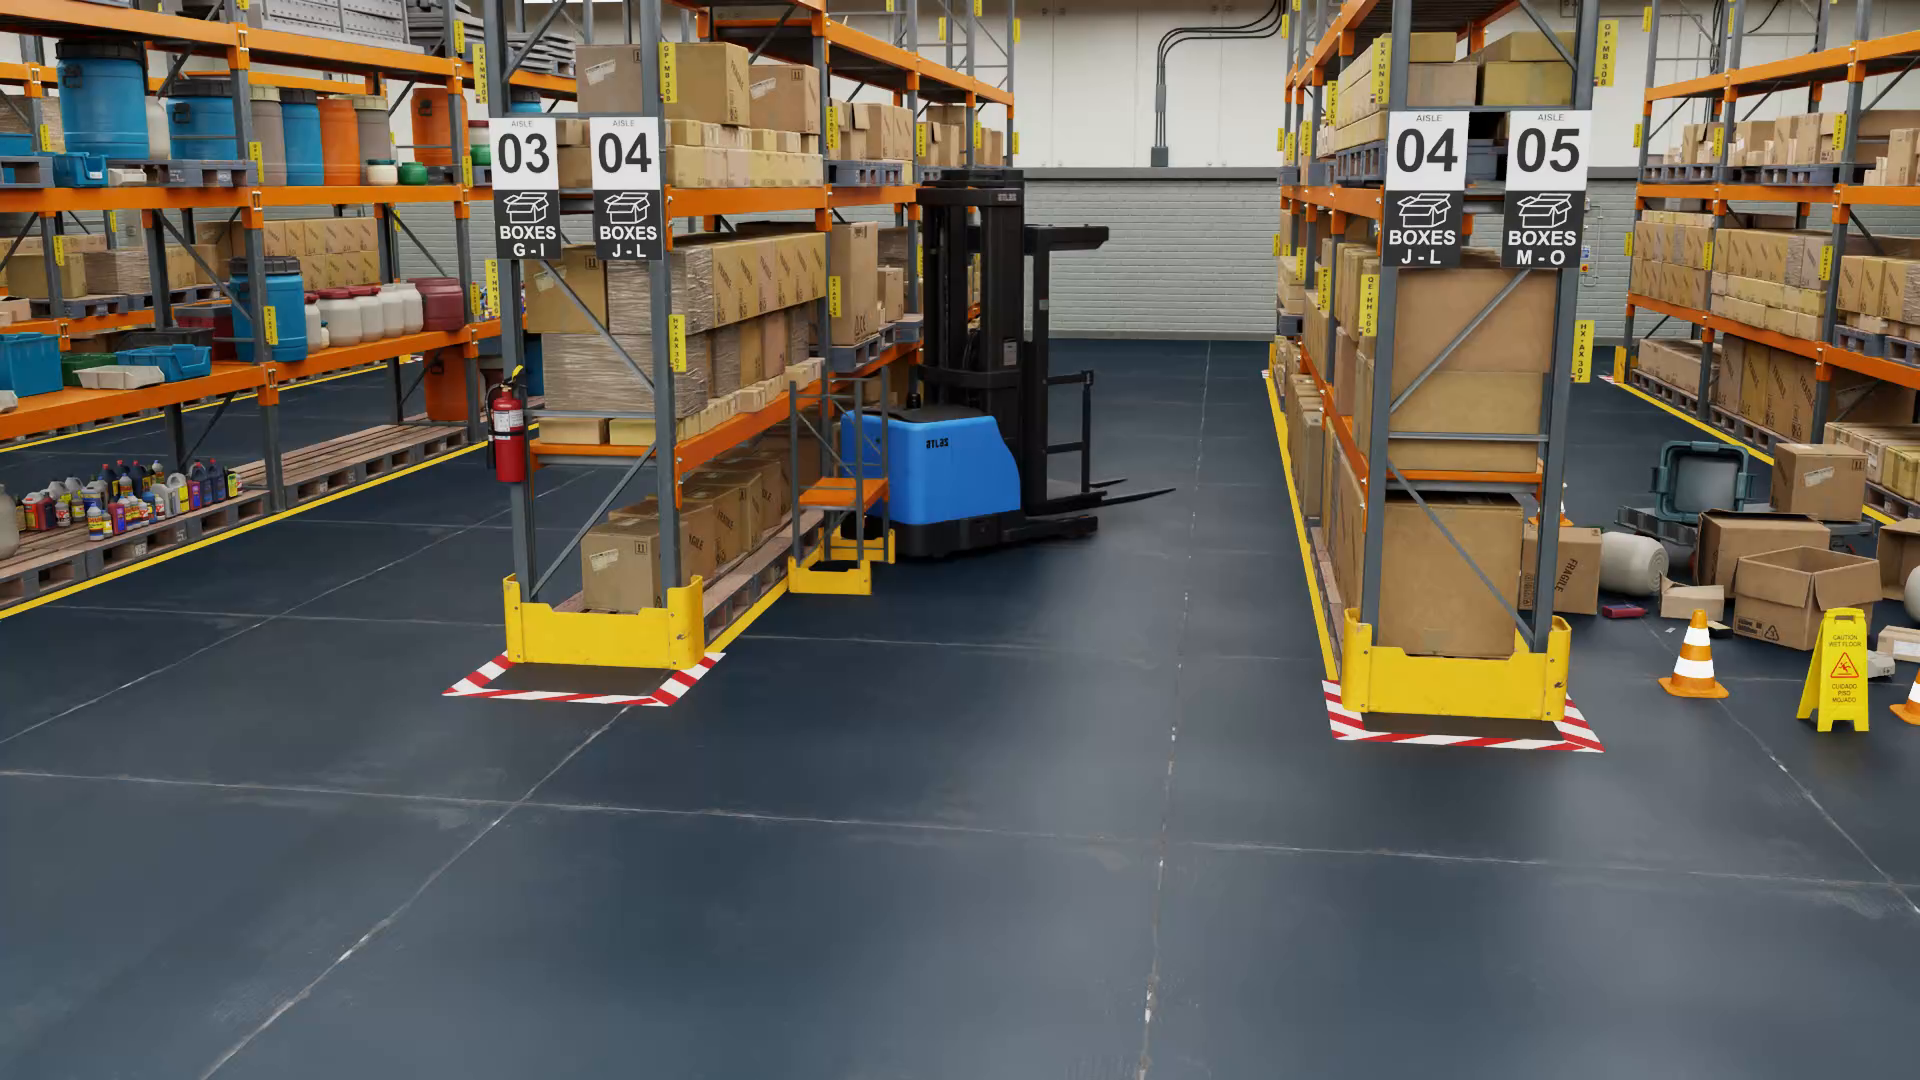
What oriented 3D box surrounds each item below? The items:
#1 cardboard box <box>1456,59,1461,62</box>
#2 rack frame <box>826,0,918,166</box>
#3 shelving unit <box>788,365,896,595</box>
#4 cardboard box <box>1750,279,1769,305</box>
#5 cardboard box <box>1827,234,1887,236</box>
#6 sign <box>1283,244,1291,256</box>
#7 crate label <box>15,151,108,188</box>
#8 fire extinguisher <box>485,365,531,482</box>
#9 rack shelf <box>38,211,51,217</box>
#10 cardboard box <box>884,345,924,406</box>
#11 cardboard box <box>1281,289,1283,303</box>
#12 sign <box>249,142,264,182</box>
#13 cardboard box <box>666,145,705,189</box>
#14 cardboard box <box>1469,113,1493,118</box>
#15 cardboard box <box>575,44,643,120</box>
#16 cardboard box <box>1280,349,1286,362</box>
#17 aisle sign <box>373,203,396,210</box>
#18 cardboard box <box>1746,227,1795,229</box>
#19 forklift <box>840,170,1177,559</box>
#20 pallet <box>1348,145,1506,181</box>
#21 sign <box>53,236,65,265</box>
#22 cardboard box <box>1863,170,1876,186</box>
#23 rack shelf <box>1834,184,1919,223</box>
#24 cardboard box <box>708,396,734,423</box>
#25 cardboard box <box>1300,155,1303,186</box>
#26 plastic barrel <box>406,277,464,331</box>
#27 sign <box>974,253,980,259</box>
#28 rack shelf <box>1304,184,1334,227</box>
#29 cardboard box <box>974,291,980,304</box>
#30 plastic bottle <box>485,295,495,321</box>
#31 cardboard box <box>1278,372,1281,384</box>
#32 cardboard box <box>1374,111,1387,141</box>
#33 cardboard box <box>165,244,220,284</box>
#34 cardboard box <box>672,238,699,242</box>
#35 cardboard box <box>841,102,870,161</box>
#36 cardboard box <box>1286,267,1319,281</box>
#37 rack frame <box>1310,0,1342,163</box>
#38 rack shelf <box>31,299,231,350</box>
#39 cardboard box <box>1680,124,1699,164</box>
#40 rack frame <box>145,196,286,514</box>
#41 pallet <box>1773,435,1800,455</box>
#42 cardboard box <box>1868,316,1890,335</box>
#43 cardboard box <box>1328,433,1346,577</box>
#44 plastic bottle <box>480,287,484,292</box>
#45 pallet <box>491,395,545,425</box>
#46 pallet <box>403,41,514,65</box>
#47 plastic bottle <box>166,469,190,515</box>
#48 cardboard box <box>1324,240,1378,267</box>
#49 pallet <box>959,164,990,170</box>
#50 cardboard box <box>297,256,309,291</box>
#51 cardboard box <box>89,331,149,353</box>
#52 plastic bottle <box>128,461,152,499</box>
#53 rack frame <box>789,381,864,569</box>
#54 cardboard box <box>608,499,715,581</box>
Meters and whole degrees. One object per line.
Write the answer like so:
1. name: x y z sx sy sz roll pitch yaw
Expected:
1. cardboard box: 3.396 -3.019 10.731 0.380 0.149 0.250 2 12 8
2. rack frame: -0.938 -5.328 16.855 1.000 3.000 0.127 2 12 9
3. shelving unit: -0.856 -0.466 12.090 0.587 1.500 1.083 1 12 8
4. cardboard box: 8.891 -2.676 17.961 0.500 0.250 0.500 2 12 7
5. cardboard box: 9.333 -2.917 17.299 0.500 0.500 0.500 2 12 10
6. sign: 4.025 -3.485 20.490 0.100 0.325 0.005 2 12 9
7. crate label: -6.448 -2.663 11.962 0.502 0.251 0.408 2 12 9
8. fire extinguisher: -2.641 -0.683 9.726 0.296 0.674 0.183 2 12 9
9. rack shelf: -11.033 -3.415 16.808 1.077 0.370 4.000 2 12 9
10. cardboard box: -0.811 -1.705 18.330 1.225 0.875 0.875 1 12 6
11. cardboard box: 3.810 -2.737 18.673 0.380 0.149 0.250 1 12 6
12. sign: -5.905 -3.173 13.957 0.100 0.325 0.005 2 12 9
13. cardboard box: -1.839 -2.215 9.886 0.500 0.250 0.500 2 12 10
14. cardboard box: 3.122 -2.538 9.448 0.500 0.250 0.500 2 12 8
15. cardboard box: -2.180 -2.966 10.884 0.500 0.500 0.500 2 12 9
16. cardboard box: 4.459 -2.448 22.092 0.380 0.149 0.250 1 12 6
17. aisle sign: -9.182 -5.657 26.453 0.394 0.787 0.004 2 12 9
18. cardboard box: 9.782 -3.536 20.168 0.500 0.500 0.500 2 12 9
19. forklift: 0.508 -1.516 13.573 3.031 2.935 1.130 -10 16 -38
20. pallet: 3.006 -2.380 10.509 1.003 0.211 1.213 2 12 9
21. sign: -10.177 -3.266 18.778 0.100 0.325 0.005 2 12 9
22. cardboard box: 8.638 -3.357 15.429 0.380 0.149 0.250 2 12 9
23. rack shelf: 8.547 -2.772 13.825 1.077 0.370 4.000 2 12 9
24. cardboard box: -1.715 -0.866 10.988 0.380 0.149 0.250 2 12 9
25. cardboard box: 3.929 -4.064 17.874 0.500 0.500 0.500 2 12 9
26. plastic barrel: -5.604 -2.516 17.723 0.600 0.536 0.708 2 12 9
27. sign: 0.215 -3.739 21.165 0.100 0.325 0.005 2 12 9
28. rack shelf: 3.640 -2.912 14.471 1.077 0.370 4.000 2 12 9
29. cardboard box: 0.052 -3.156 21.613 0.380 0.149 0.250 2 12 9
30. plastic bottle: -5.350 -2.645 18.924 0.061 0.283 0.133 2 12 9
31. cardboard box: 4.446 -2.166 22.193 0.380 0.149 0.250 2 12 9
32. cardboard box: 2.434 -2.226 8.944 0.380 0.149 0.250 2 12 9
33. cardboard box: -10.404 -3.712 22.365 0.700 0.500 0.500 -2 12 -10
34. cardboard box: -2.092 -1.847 11.629 0.500 0.500 0.500 2 12 9
35. cardboard box: -1.239 -3.575 14.601 0.797 0.503 0.637 2 12 11
36. cardboard box: 3.651 -2.810 17.601 0.380 0.149 0.250 2 12 10
37. rack frame: 3.948 -5.146 16.011 1.000 3.000 0.127 2 12 9
38. rack shelf: -10.418 -2.781 20.987 1.077 0.370 4.000 2 12 9
39. cardboard box: 9.626 -5.094 21.418 0.500 0.500 0.500 2 12 10
40. rack frame: -6.447 -1.723 14.368 1.000 3.000 0.127 2 12 9
41. pallet: 9.050 -0.872 17.041 1.003 0.211 1.213 2 12 9
42. cardboard box: 8.394 -1.925 14.905 0.380 0.149 0.250 2 12 9
43. cardboard box: 3.032 -0.231 11.491 0.875 0.875 0.875 2 12 9
44. plastic bottle: -5.887 -2.977 20.493 0.097 0.271 0.097 0 12 0
45. pallet: -5.562 -1.611 20.468 1.003 0.211 1.213 2 12 9
46. pallet: -5.690 -5.350 18.354 1.213 0.211 1.003 2 12 9
47. plastic bottle: -6.340 -0.392 13.438 0.144 0.351 0.185 2 12 8
48. cardboard box: 3.792 -2.553 15.607 0.700 0.500 0.500 2 12 8
49. pallet: -0.186 -4.821 21.833 1.003 0.211 1.213 2 12 9
50. cardboard box: -9.687 -3.802 23.779 0.500 0.500 0.500 2 12 10
51. cardboard box: -10.656 -2.504 21.100 0.500 0.250 0.500 2 12 8
52. plastic bottle: -6.839 -0.484 13.861 0.144 0.351 0.185 2 12 9
53. rack frame: -0.925 -0.358 11.588 0.500 1.500 0.032 1 12 8
54. cardboard box: -1.998 0.032 11.162 0.500 0.500 0.500 5 13 23
